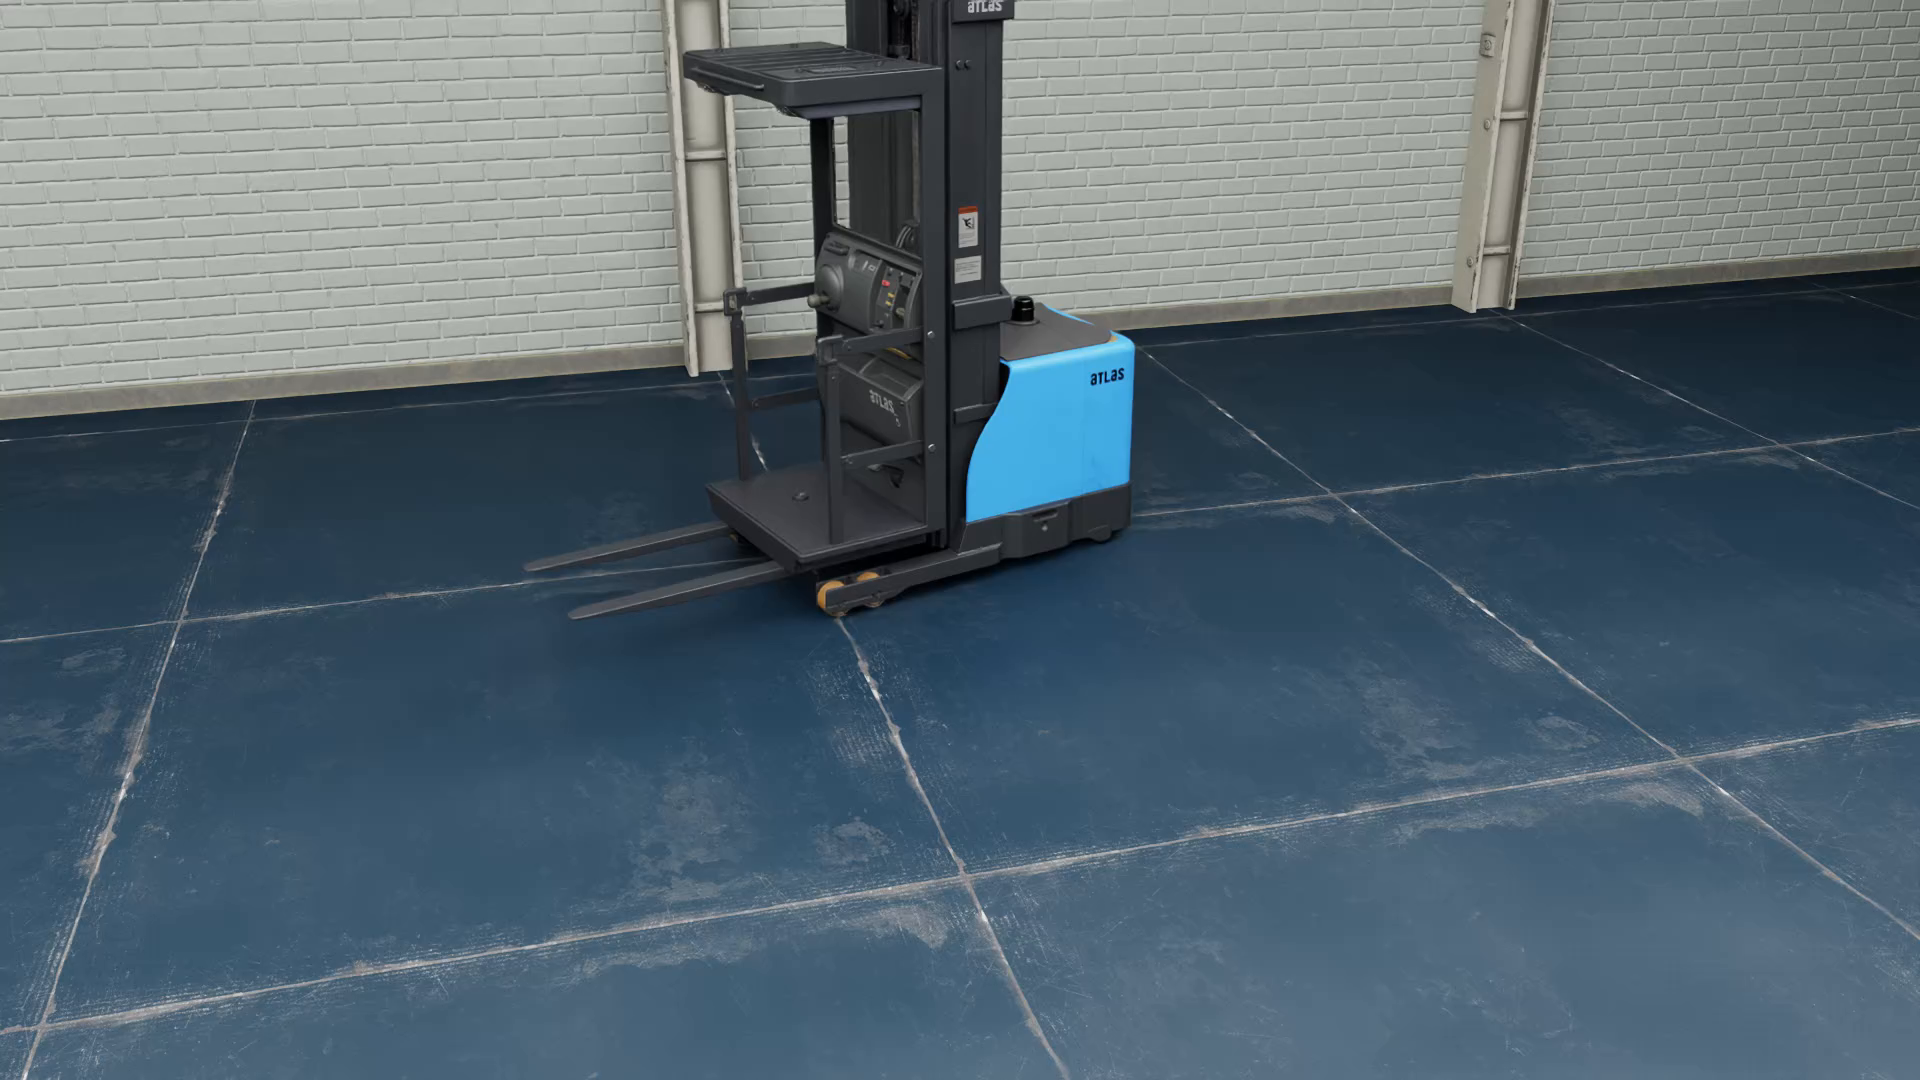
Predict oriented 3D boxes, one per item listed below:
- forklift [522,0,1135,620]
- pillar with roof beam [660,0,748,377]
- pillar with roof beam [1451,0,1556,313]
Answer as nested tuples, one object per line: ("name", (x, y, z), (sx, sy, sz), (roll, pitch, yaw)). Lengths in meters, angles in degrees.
("forklift", (-0.619, -1.221, 7.879), (3.031, 2.935, 1.130), (-14, 27, -29))
("pillar with roof beam", (-0.528, -3.696, 5.951), (0.400, 9.000, 9.100), (-6, 24, -14))
("pillar with roof beam", (5.249, -4.335, 7.441), (0.400, 9.000, 9.100), (-6, 24, -14))
